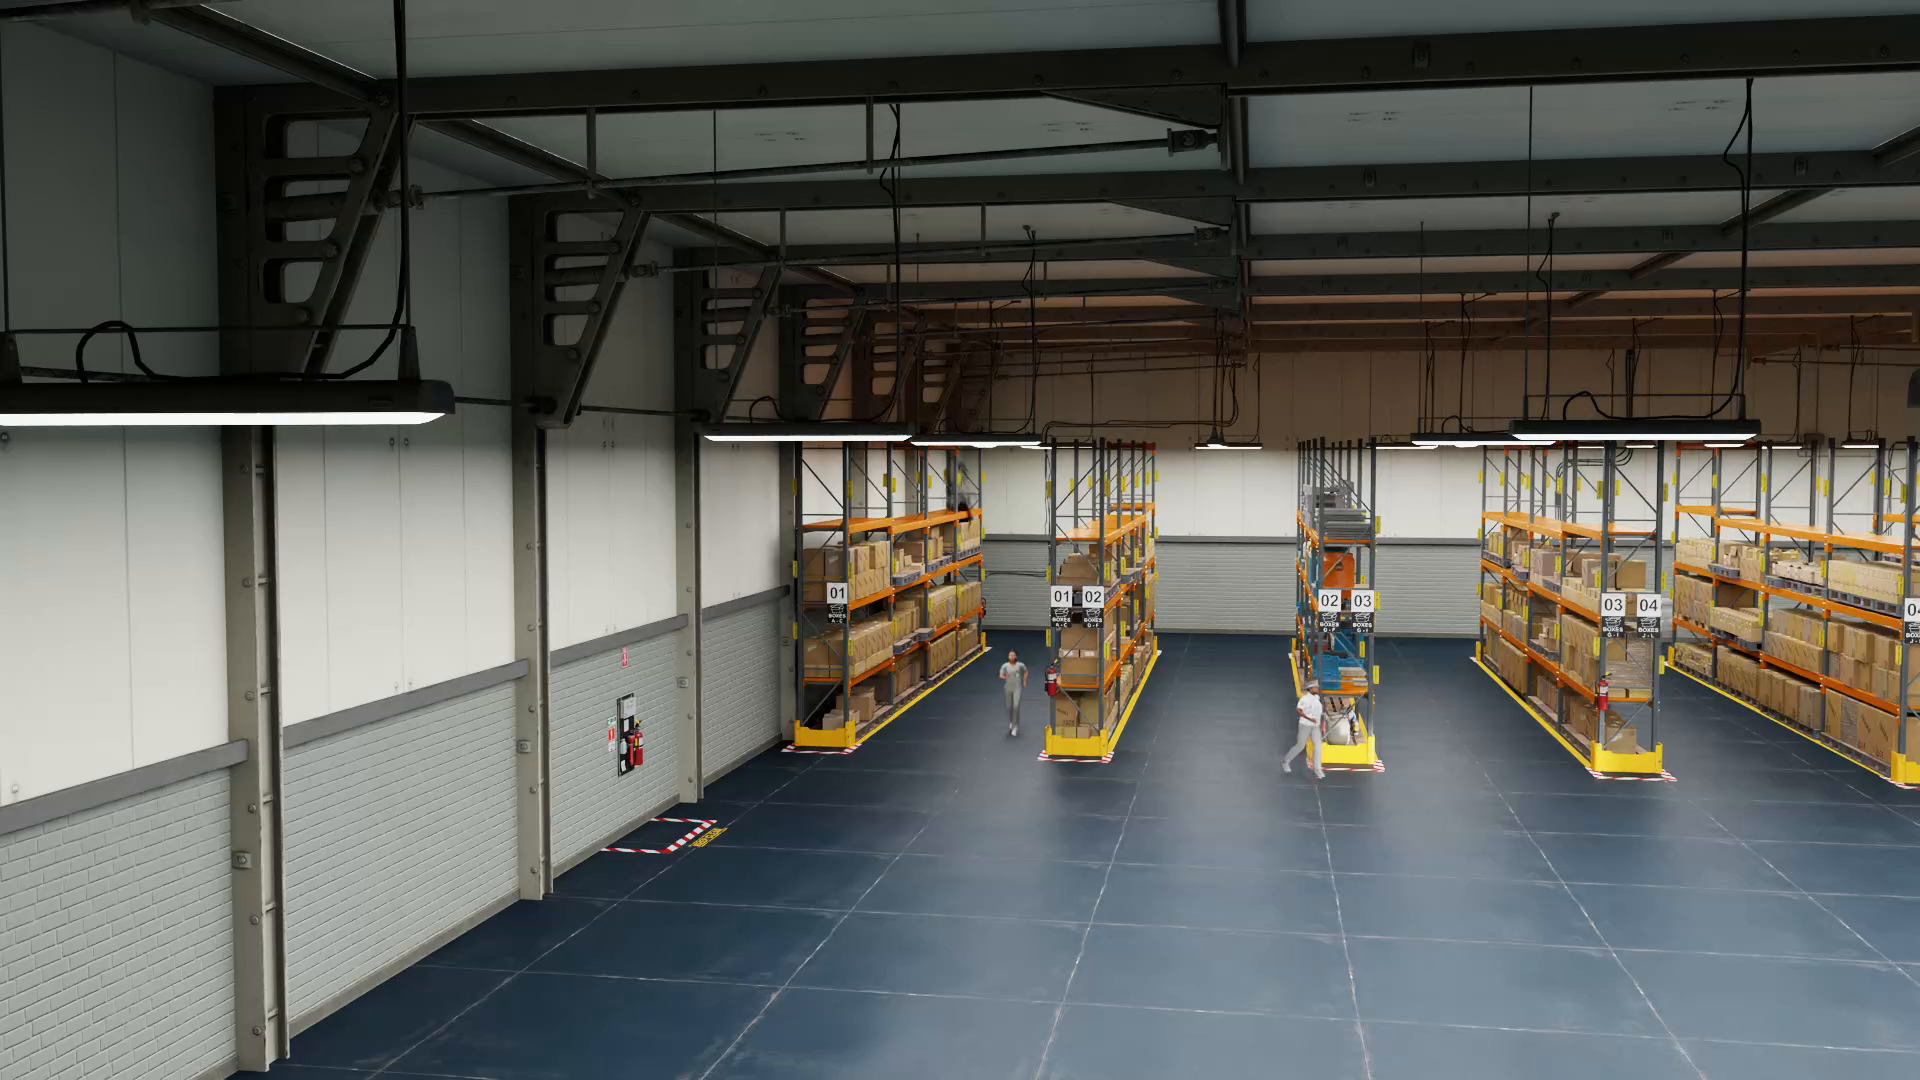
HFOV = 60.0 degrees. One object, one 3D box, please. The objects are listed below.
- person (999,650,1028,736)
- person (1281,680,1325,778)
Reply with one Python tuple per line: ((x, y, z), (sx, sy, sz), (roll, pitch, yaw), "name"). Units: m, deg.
((1.082, 3.076, 33.857), (0.551, 1.686, 0.908), (0, 3, 9), "person")
((6.220, 3.314, 29.506), (0.662, 1.674, 0.917), (-2, 4, -35), "person")
